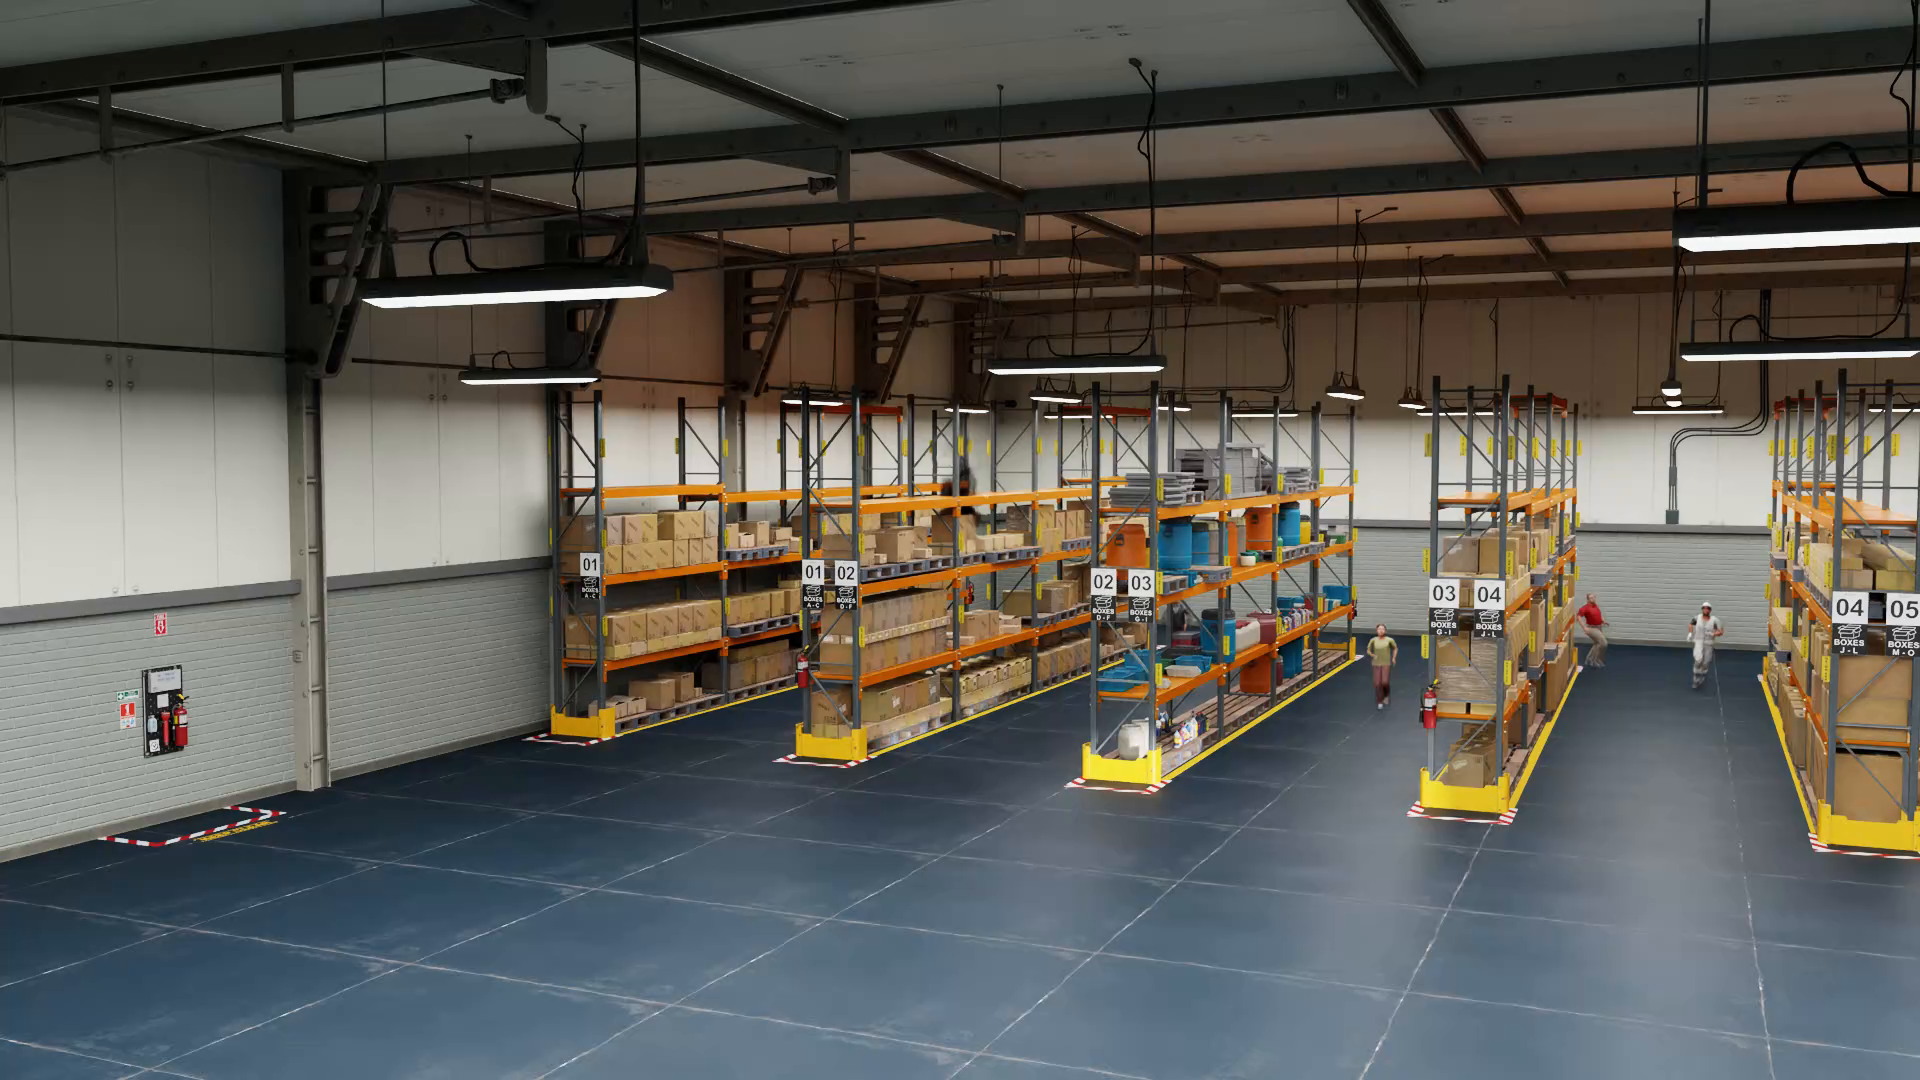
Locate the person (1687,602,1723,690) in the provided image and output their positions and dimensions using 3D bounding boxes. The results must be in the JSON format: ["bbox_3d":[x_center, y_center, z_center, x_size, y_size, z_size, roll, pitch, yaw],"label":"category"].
[{"bbox_3d":[15.507,2.195,34.613,0.678,1.805,0.749,1,3,23],"label":"person"}]

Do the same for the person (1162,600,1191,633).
[{"bbox_3d":[4.860,2.080,37.474,0.637,1.772,0.709,1,3,12],"label":"person"}]

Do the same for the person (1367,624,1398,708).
[{"bbox_3d":[8.081,2.420,31.876,0.566,1.631,0.555,1,3,19],"label":"person"}]

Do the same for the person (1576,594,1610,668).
[{"bbox_3d":[14.505,2.091,37.957,0.624,1.734,0.711,3,4,45],"label":"person"}]
